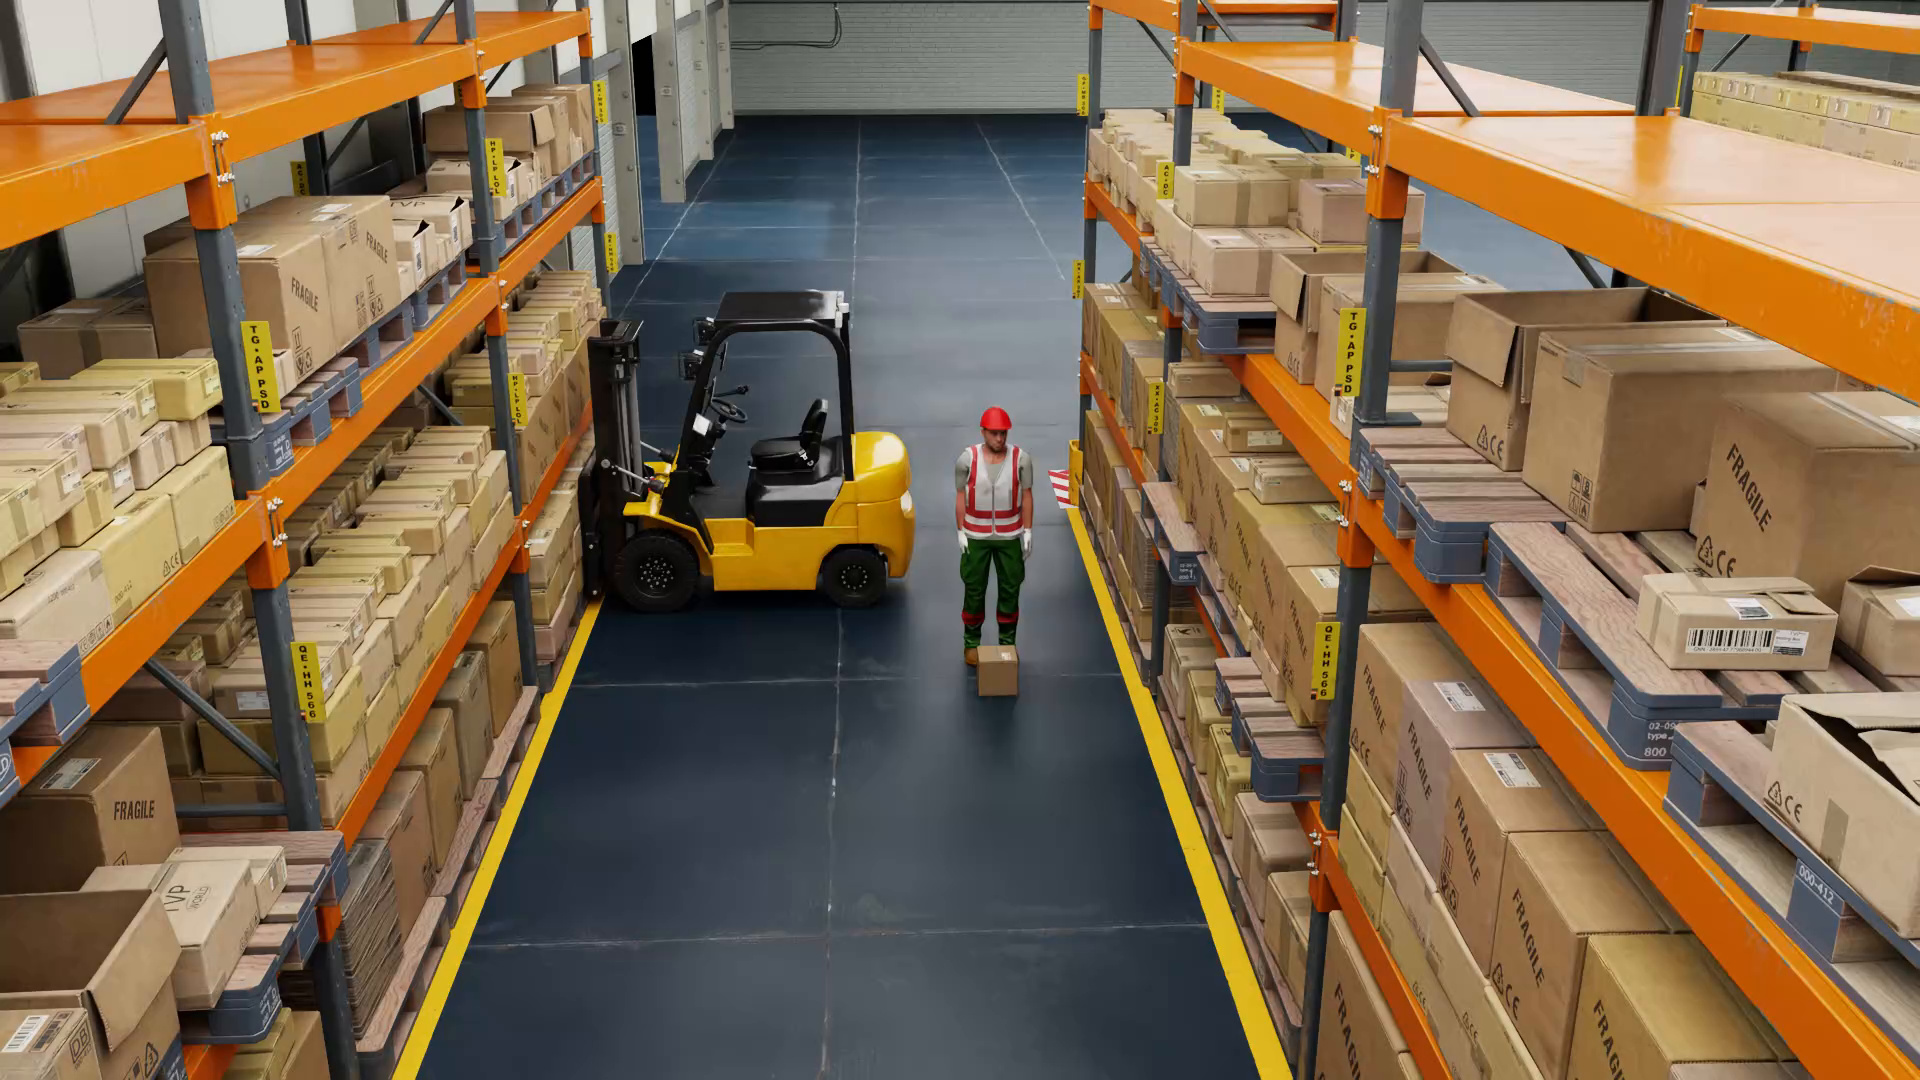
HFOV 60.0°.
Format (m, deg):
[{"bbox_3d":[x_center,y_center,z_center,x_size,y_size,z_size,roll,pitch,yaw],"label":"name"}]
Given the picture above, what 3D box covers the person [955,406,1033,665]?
[{"bbox_3d":[0.229,-0.030,11.127,0.526,1.783,0.340,-1,20,-3],"label":"person"}]
